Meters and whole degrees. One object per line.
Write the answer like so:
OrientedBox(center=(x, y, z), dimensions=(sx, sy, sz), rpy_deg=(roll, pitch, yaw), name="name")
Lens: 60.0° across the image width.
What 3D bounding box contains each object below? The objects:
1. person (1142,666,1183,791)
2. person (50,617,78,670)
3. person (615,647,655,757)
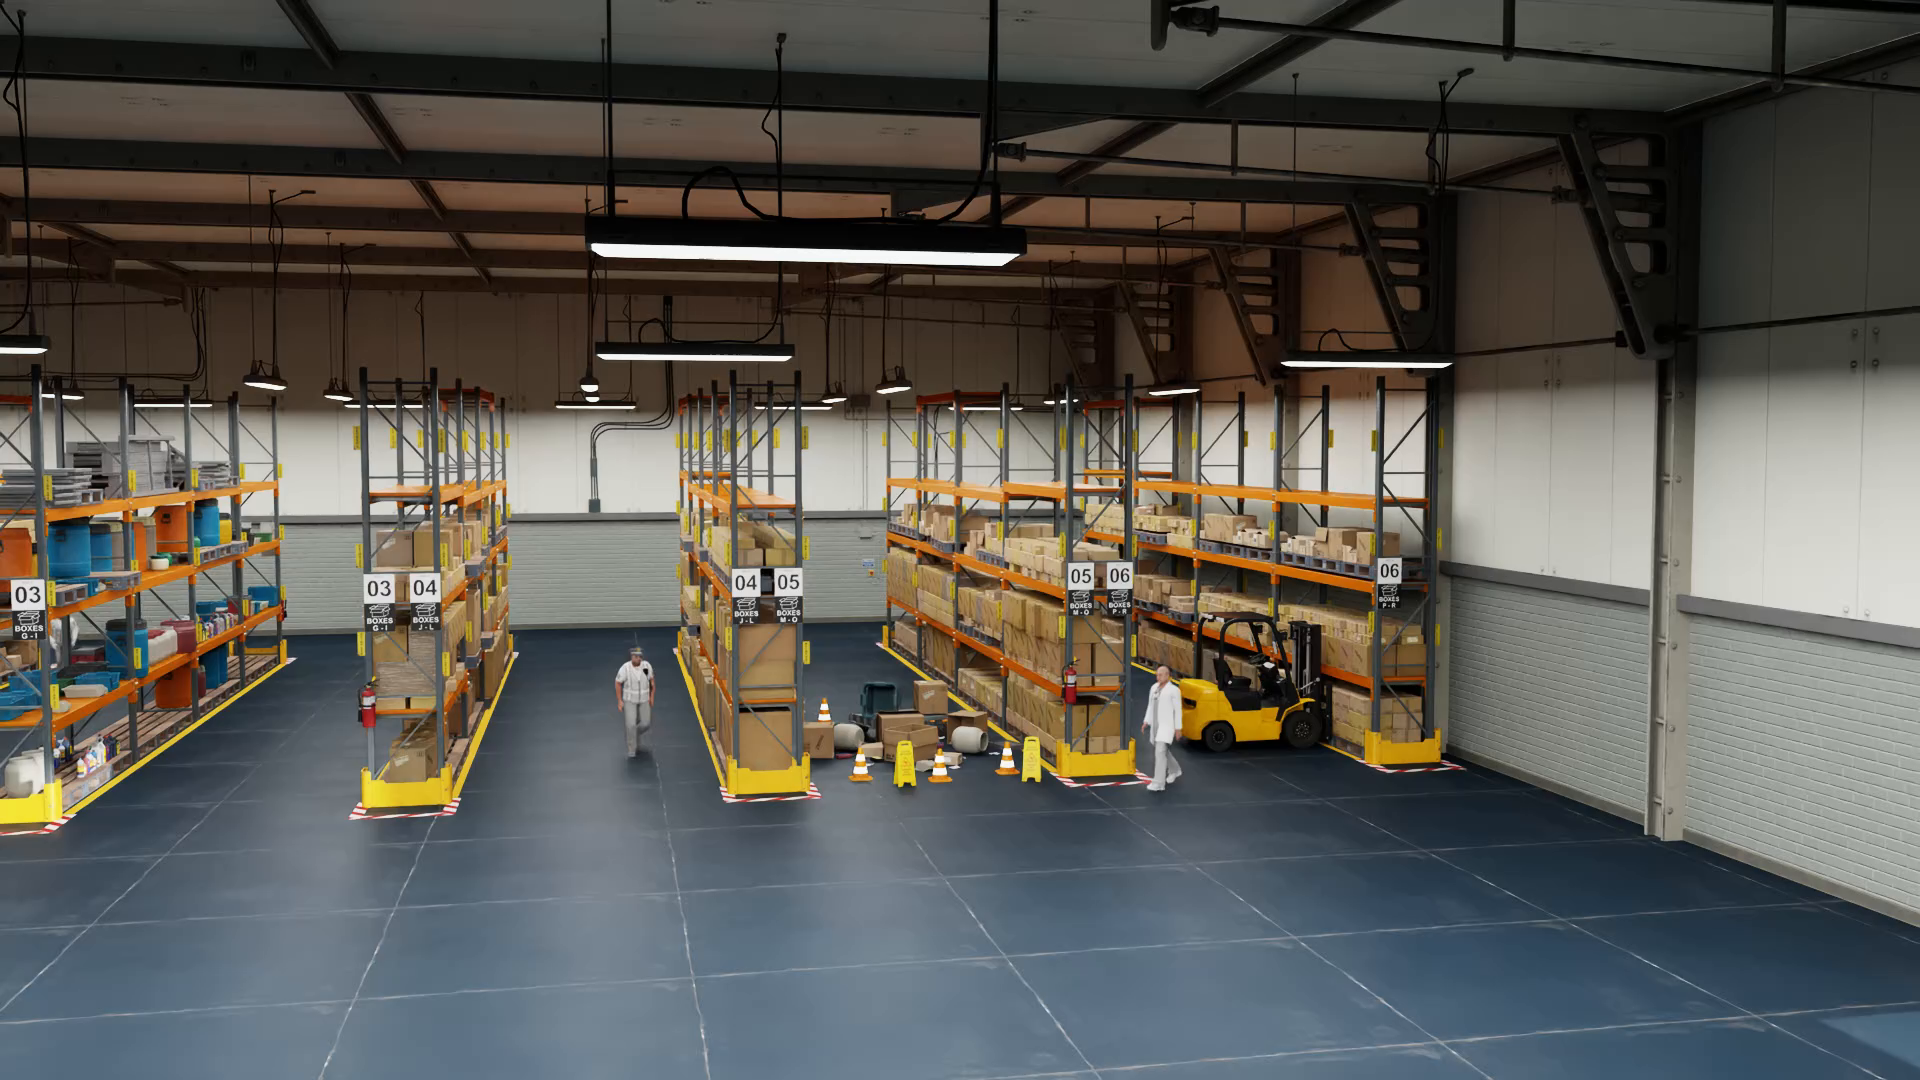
OrientedBox(center=(2.946, 2.694, 24.020), dimensions=(0.924, 1.758, 0.559), rpy_deg=(-2, 4, -33), name="person")
OrientedBox(center=(-18.753, 2.138, 34.736), dimensions=(0.560, 1.613, 0.516), rpy_deg=(-1, 4, -15), name="person")
OrientedBox(center=(-5.214, 2.560, 26.639), dimensions=(0.626, 1.739, 0.659), rpy_deg=(-2, 4, -25), name="person")
